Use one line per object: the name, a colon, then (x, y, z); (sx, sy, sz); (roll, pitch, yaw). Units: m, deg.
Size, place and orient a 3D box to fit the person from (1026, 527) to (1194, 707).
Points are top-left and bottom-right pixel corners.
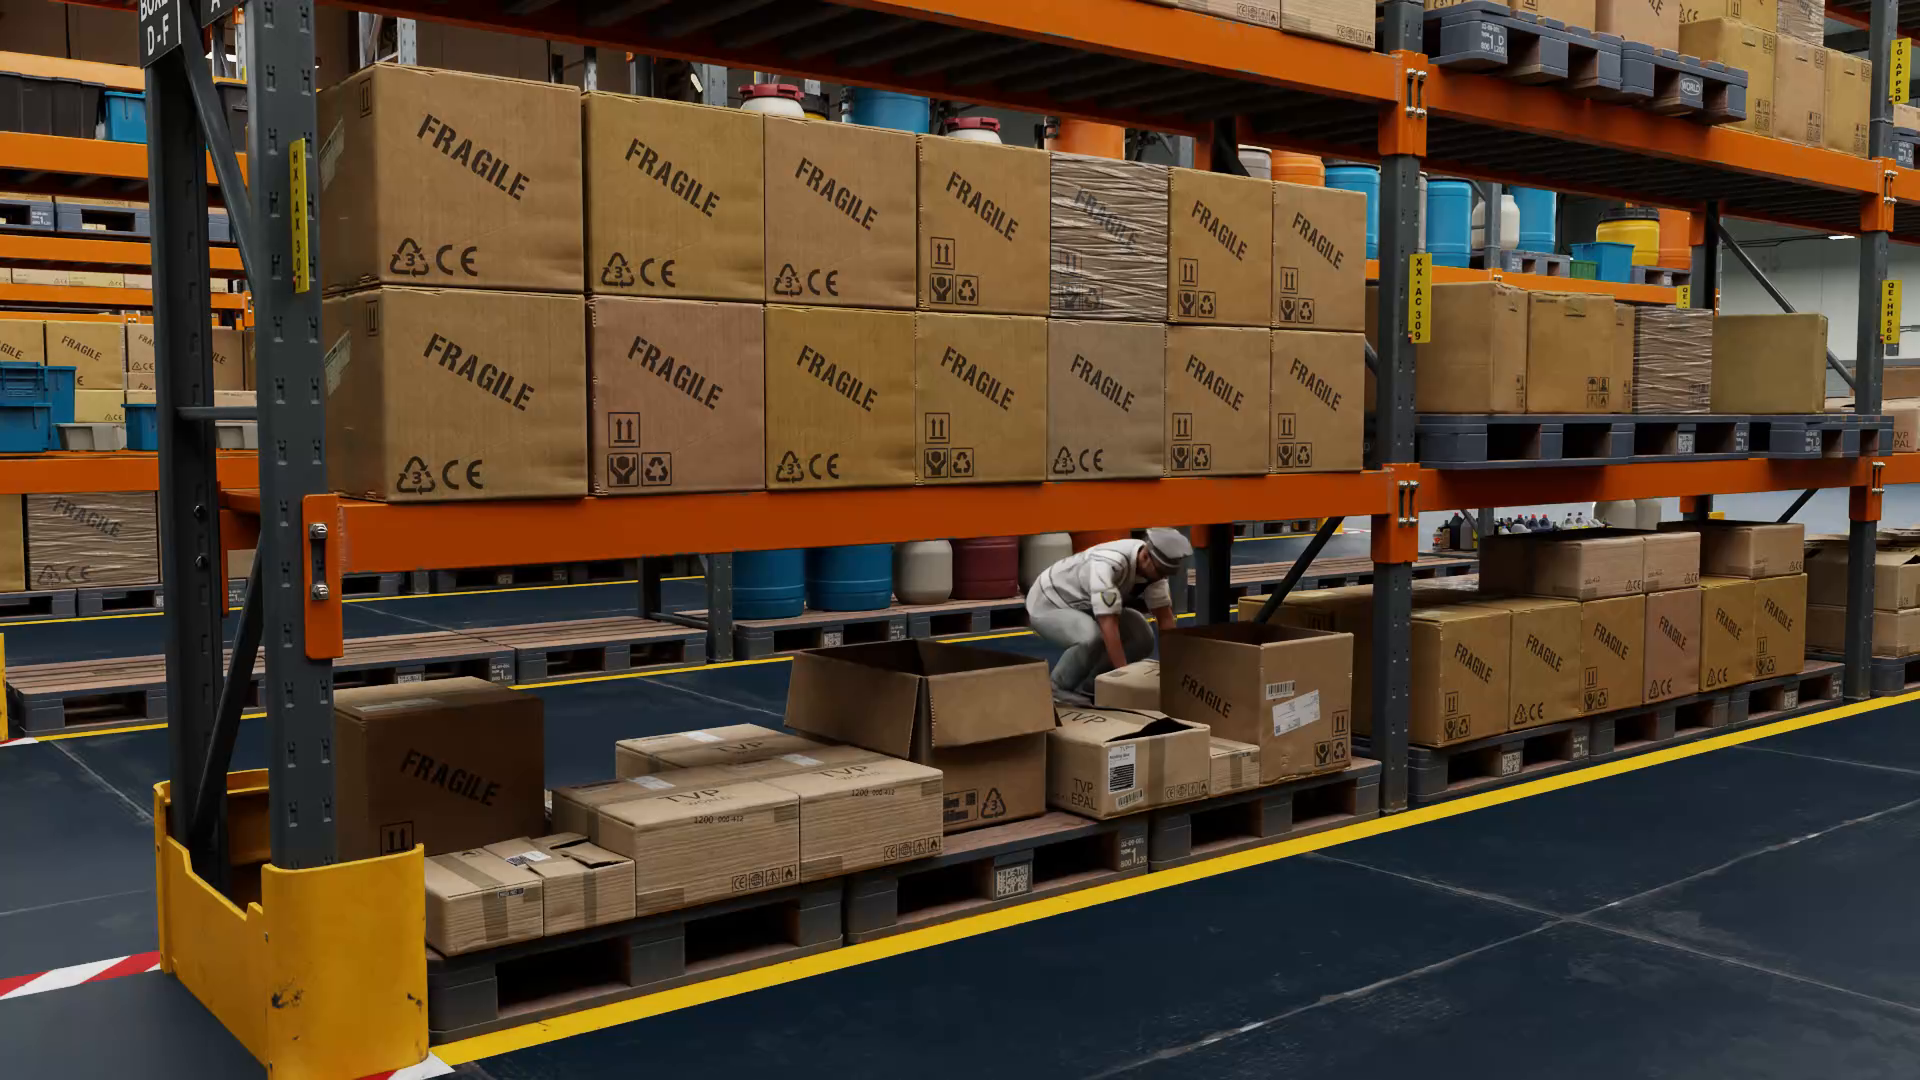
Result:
person: (0.781, 0.388, 8.622); (0.567, 0.958, 0.952); (-3, 5, -39)
